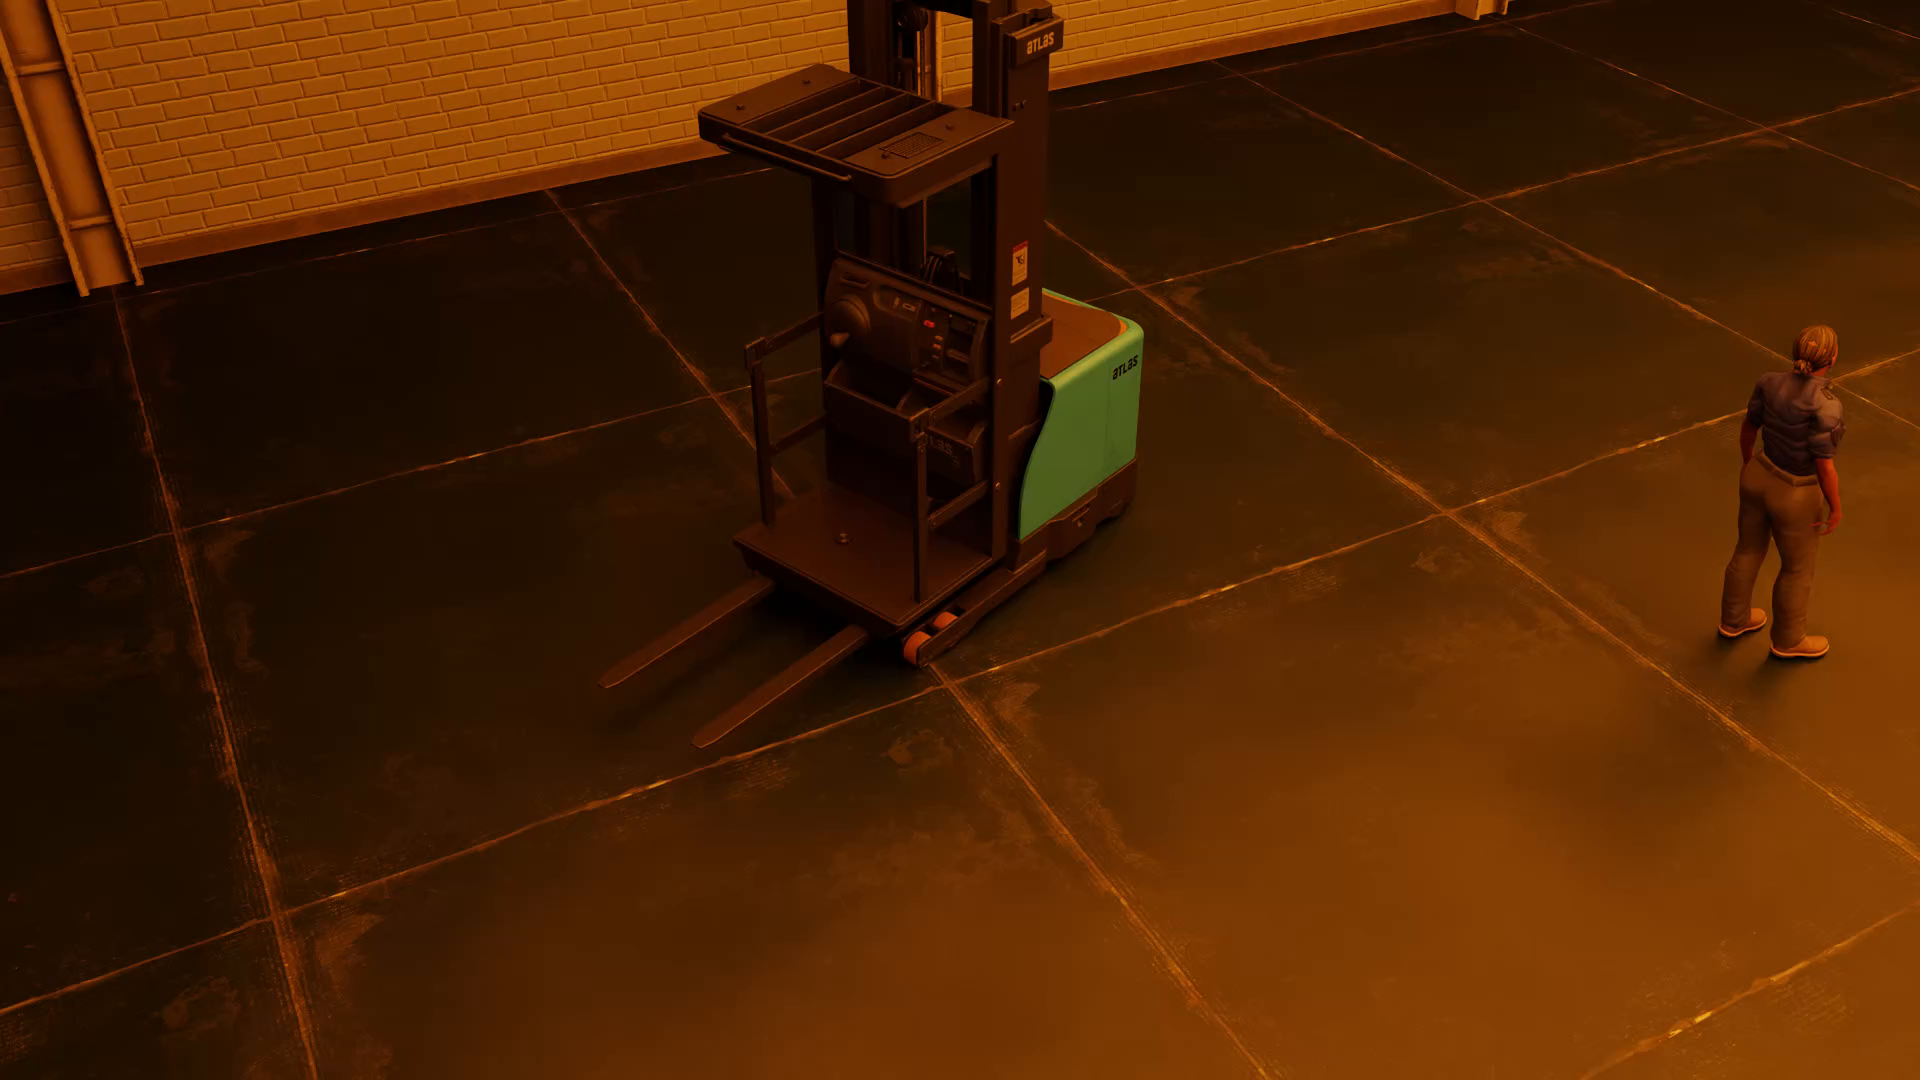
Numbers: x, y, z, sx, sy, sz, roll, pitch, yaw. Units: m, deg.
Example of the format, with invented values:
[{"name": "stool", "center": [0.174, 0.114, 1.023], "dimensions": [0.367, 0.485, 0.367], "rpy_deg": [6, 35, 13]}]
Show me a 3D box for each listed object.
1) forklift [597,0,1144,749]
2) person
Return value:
[{"name": "forklift", "center": [-0.390, -0.927, 7.434], "dimensions": [1.130, 2.935, 3.031], "rpy_deg": [26, 43, 31]}, {"name": "person", "center": [3.803, -0.233, 7.546], "dimensions": [0.504, 1.654, 0.570], "rpy_deg": [-14, 38, -19]}]
